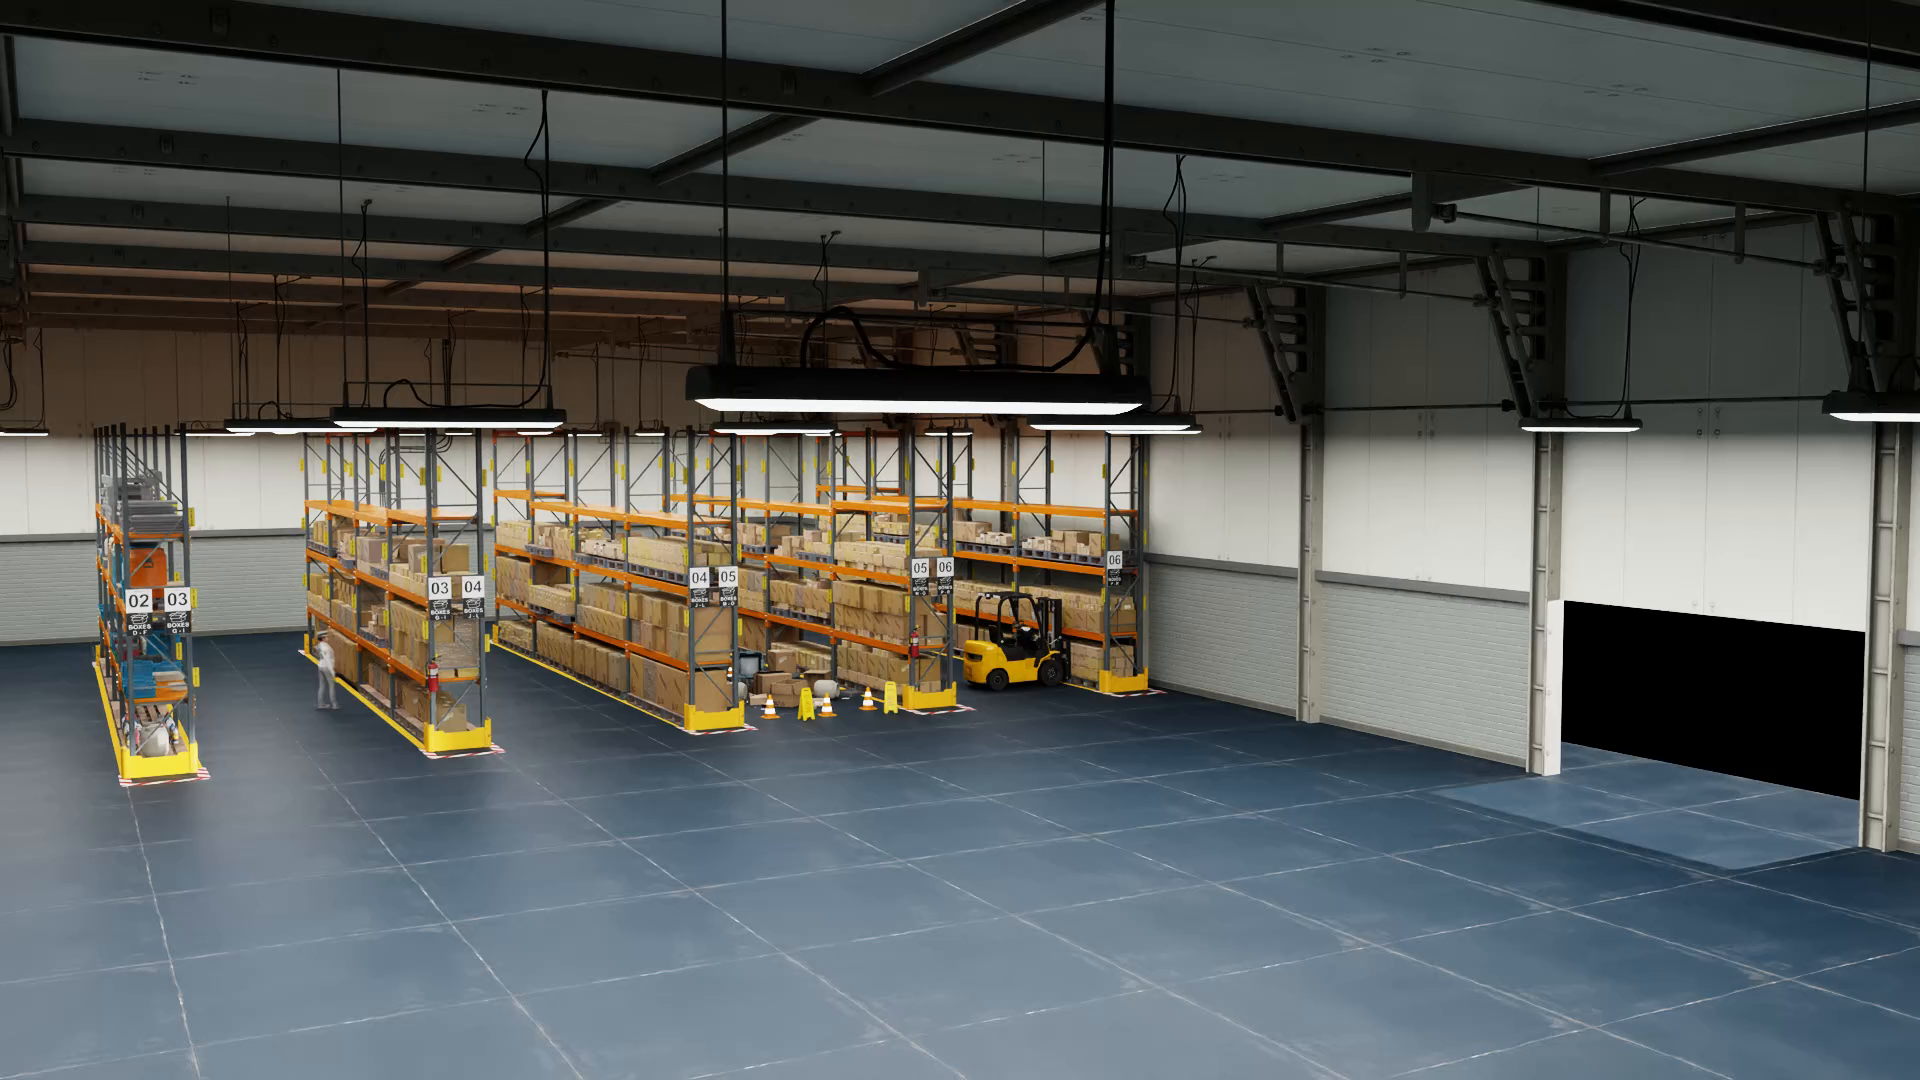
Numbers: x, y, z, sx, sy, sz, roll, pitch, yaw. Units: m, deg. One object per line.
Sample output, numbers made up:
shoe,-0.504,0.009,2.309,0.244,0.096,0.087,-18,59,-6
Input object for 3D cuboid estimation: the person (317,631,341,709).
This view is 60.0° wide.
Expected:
person,-13.372,2.748,35.235,0.552,1.670,0.429,3,5,43
